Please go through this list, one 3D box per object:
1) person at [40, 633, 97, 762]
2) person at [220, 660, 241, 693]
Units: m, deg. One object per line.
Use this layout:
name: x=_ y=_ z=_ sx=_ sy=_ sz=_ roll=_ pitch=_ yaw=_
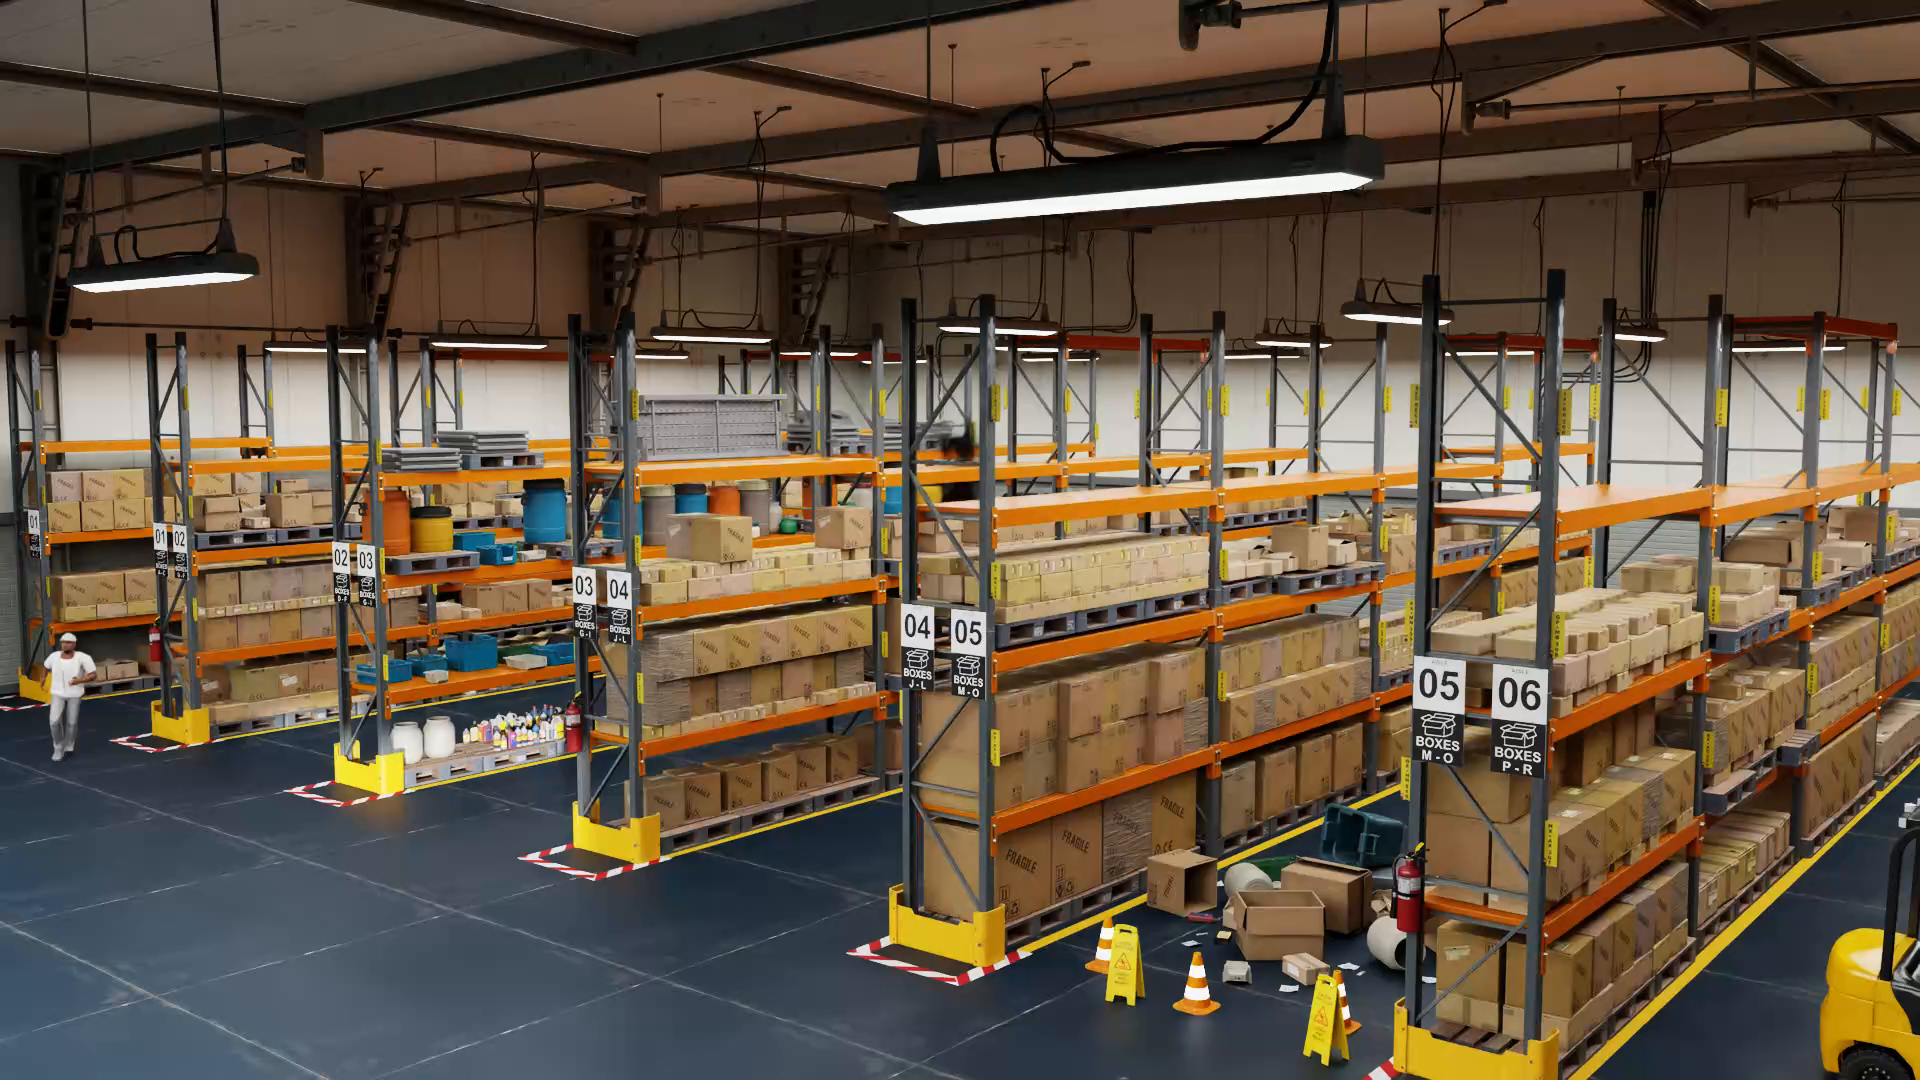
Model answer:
person: x=-12.511 y=2.205 z=23.359 sx=0.731 sy=1.815 sz=0.641 roll=-1 pitch=5 yaw=-16
person: x=-11.852 y=1.967 z=26.889 sx=0.526 sy=1.552 sz=0.536 roll=4 pitch=6 yaw=37
